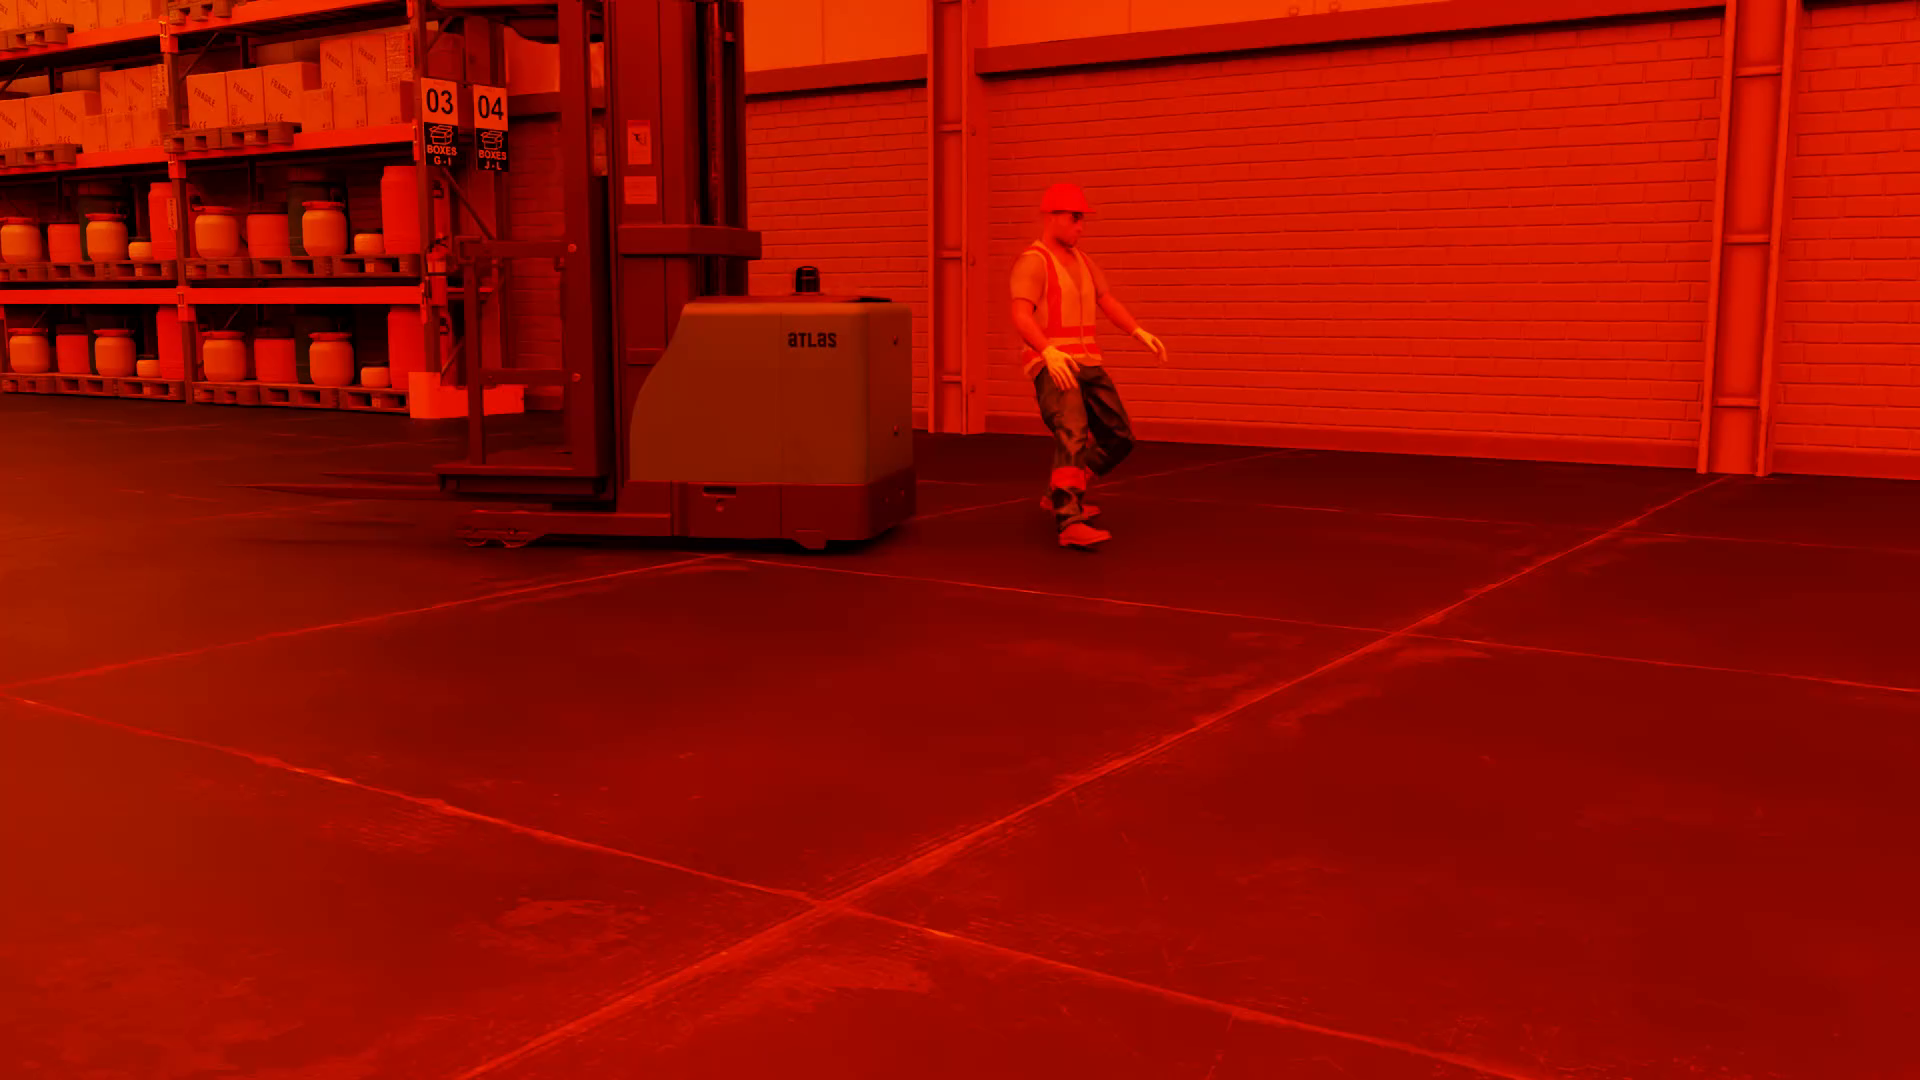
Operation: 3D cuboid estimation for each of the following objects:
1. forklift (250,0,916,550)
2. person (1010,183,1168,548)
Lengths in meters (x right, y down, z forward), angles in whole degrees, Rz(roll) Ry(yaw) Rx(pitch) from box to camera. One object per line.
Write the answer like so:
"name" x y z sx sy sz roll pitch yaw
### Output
"forklift" -1.781 -1.487 7.649 3.031 2.935 1.130 2 8 11
"person" 0.591 -0.828 7.694 0.918 1.628 0.932 7 11 42
